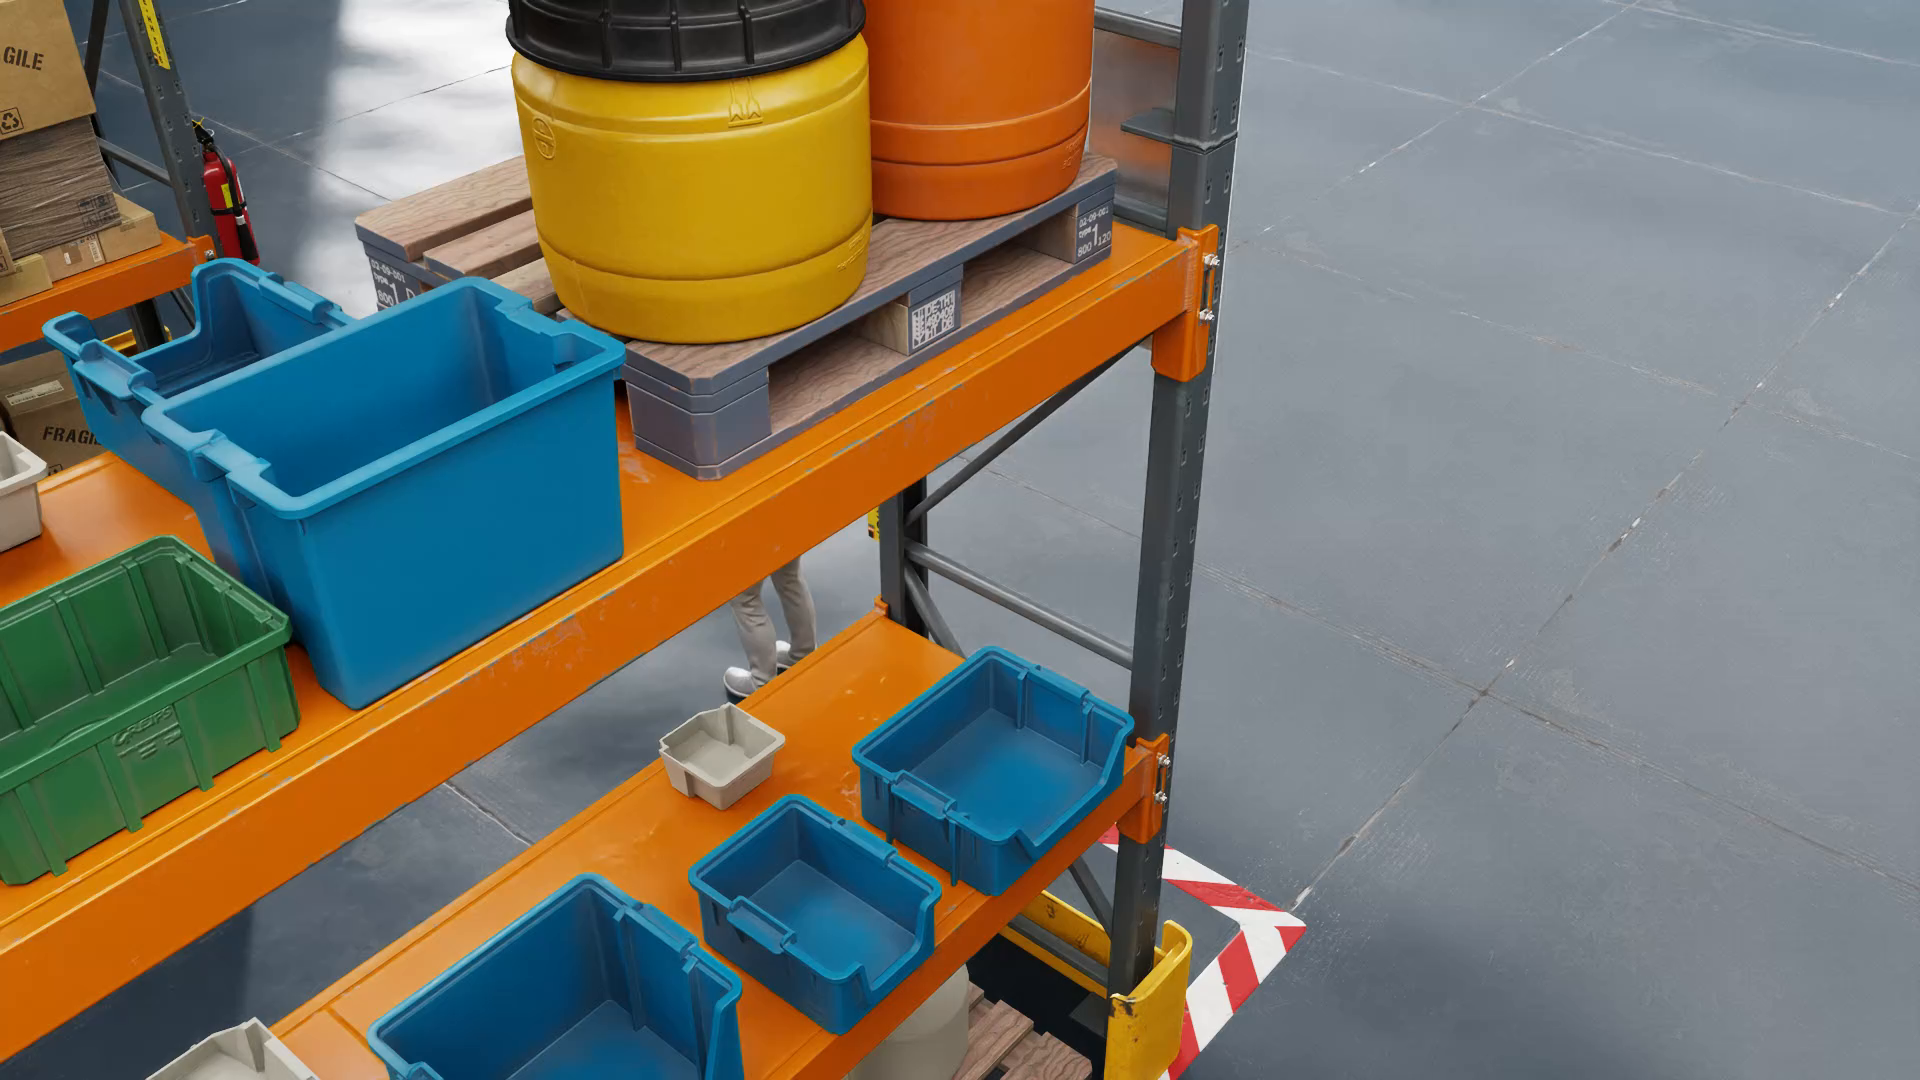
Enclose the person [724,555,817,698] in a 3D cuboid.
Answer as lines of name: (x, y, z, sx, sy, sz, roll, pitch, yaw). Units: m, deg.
person: (-0.792, -0.134, 6.313, 0.557, 1.686, 0.460, 26, 43, 32)
